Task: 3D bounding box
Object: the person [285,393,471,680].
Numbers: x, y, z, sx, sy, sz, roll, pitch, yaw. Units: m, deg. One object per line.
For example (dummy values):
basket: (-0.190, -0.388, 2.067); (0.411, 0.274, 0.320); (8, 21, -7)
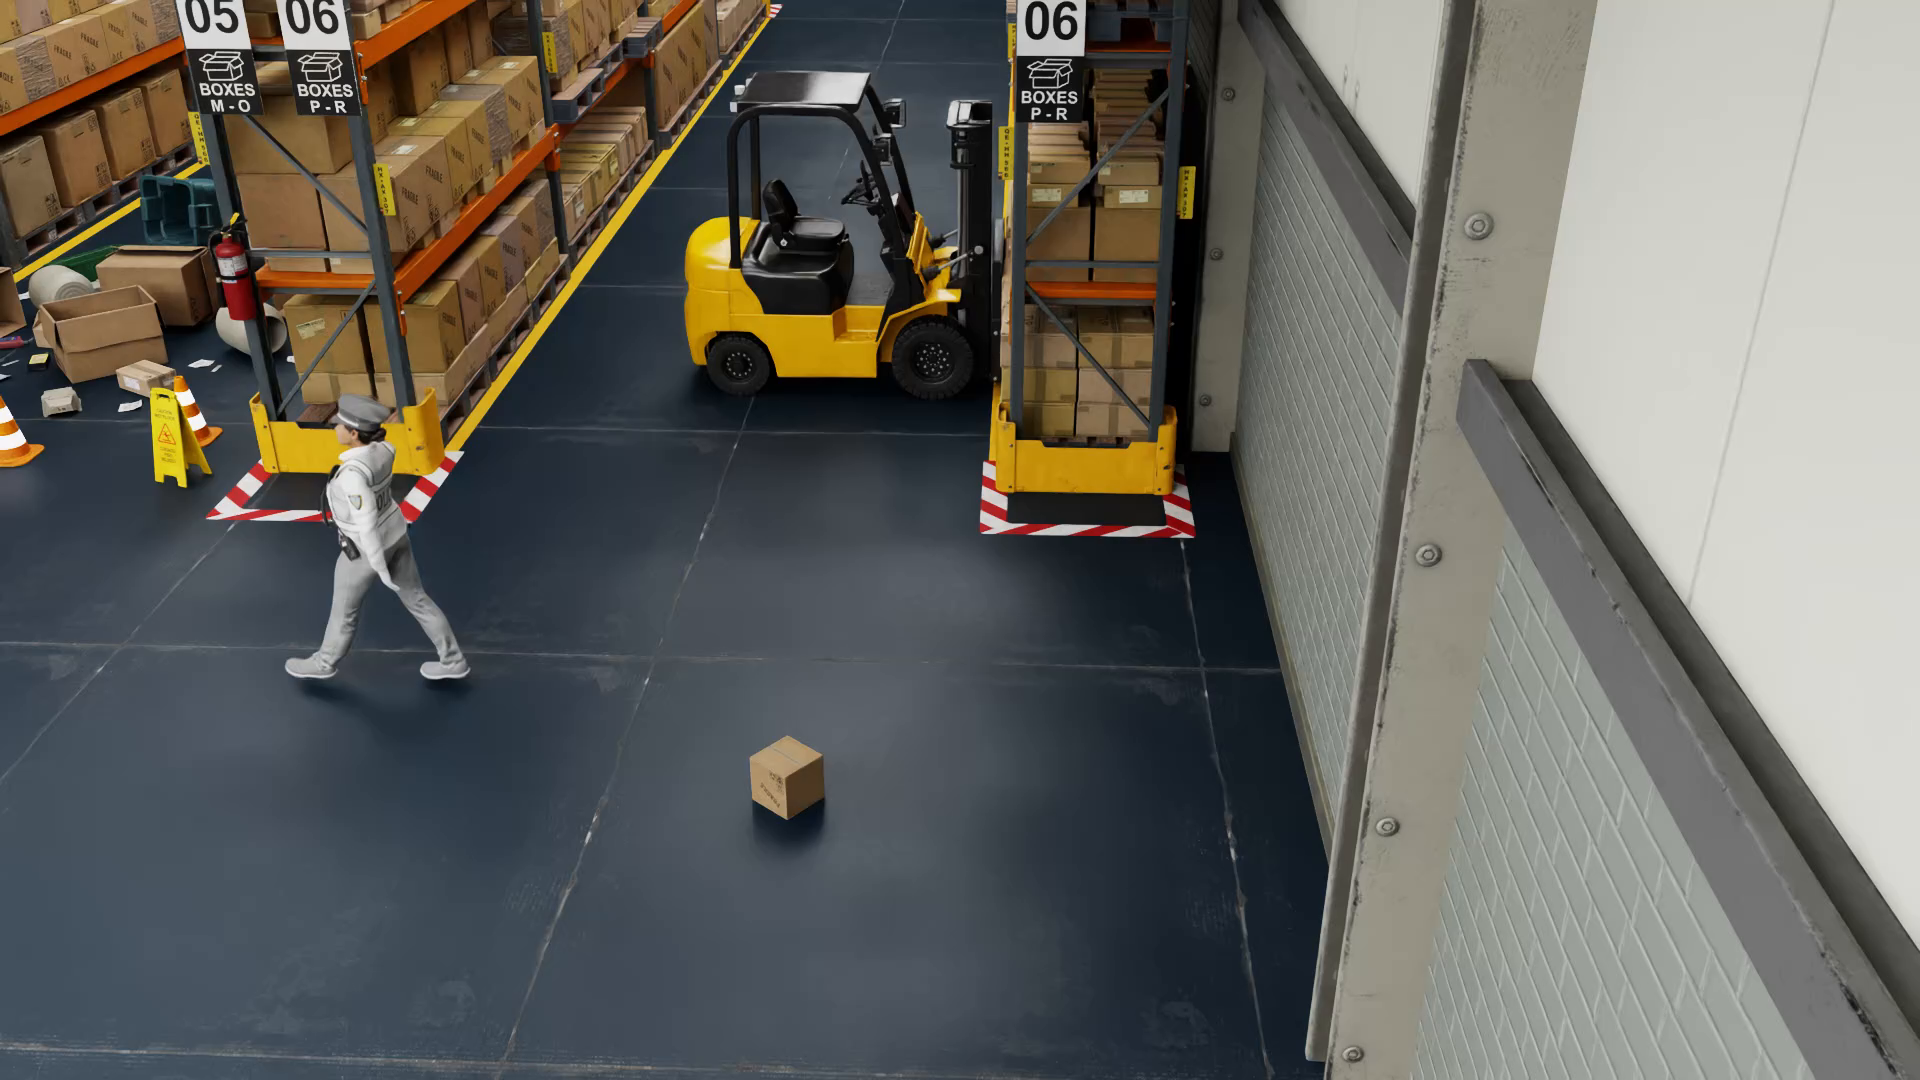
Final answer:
person: (-3.108, -0.008, 8.581); (0.984, 1.634, 0.484); (7, 29, 12)
